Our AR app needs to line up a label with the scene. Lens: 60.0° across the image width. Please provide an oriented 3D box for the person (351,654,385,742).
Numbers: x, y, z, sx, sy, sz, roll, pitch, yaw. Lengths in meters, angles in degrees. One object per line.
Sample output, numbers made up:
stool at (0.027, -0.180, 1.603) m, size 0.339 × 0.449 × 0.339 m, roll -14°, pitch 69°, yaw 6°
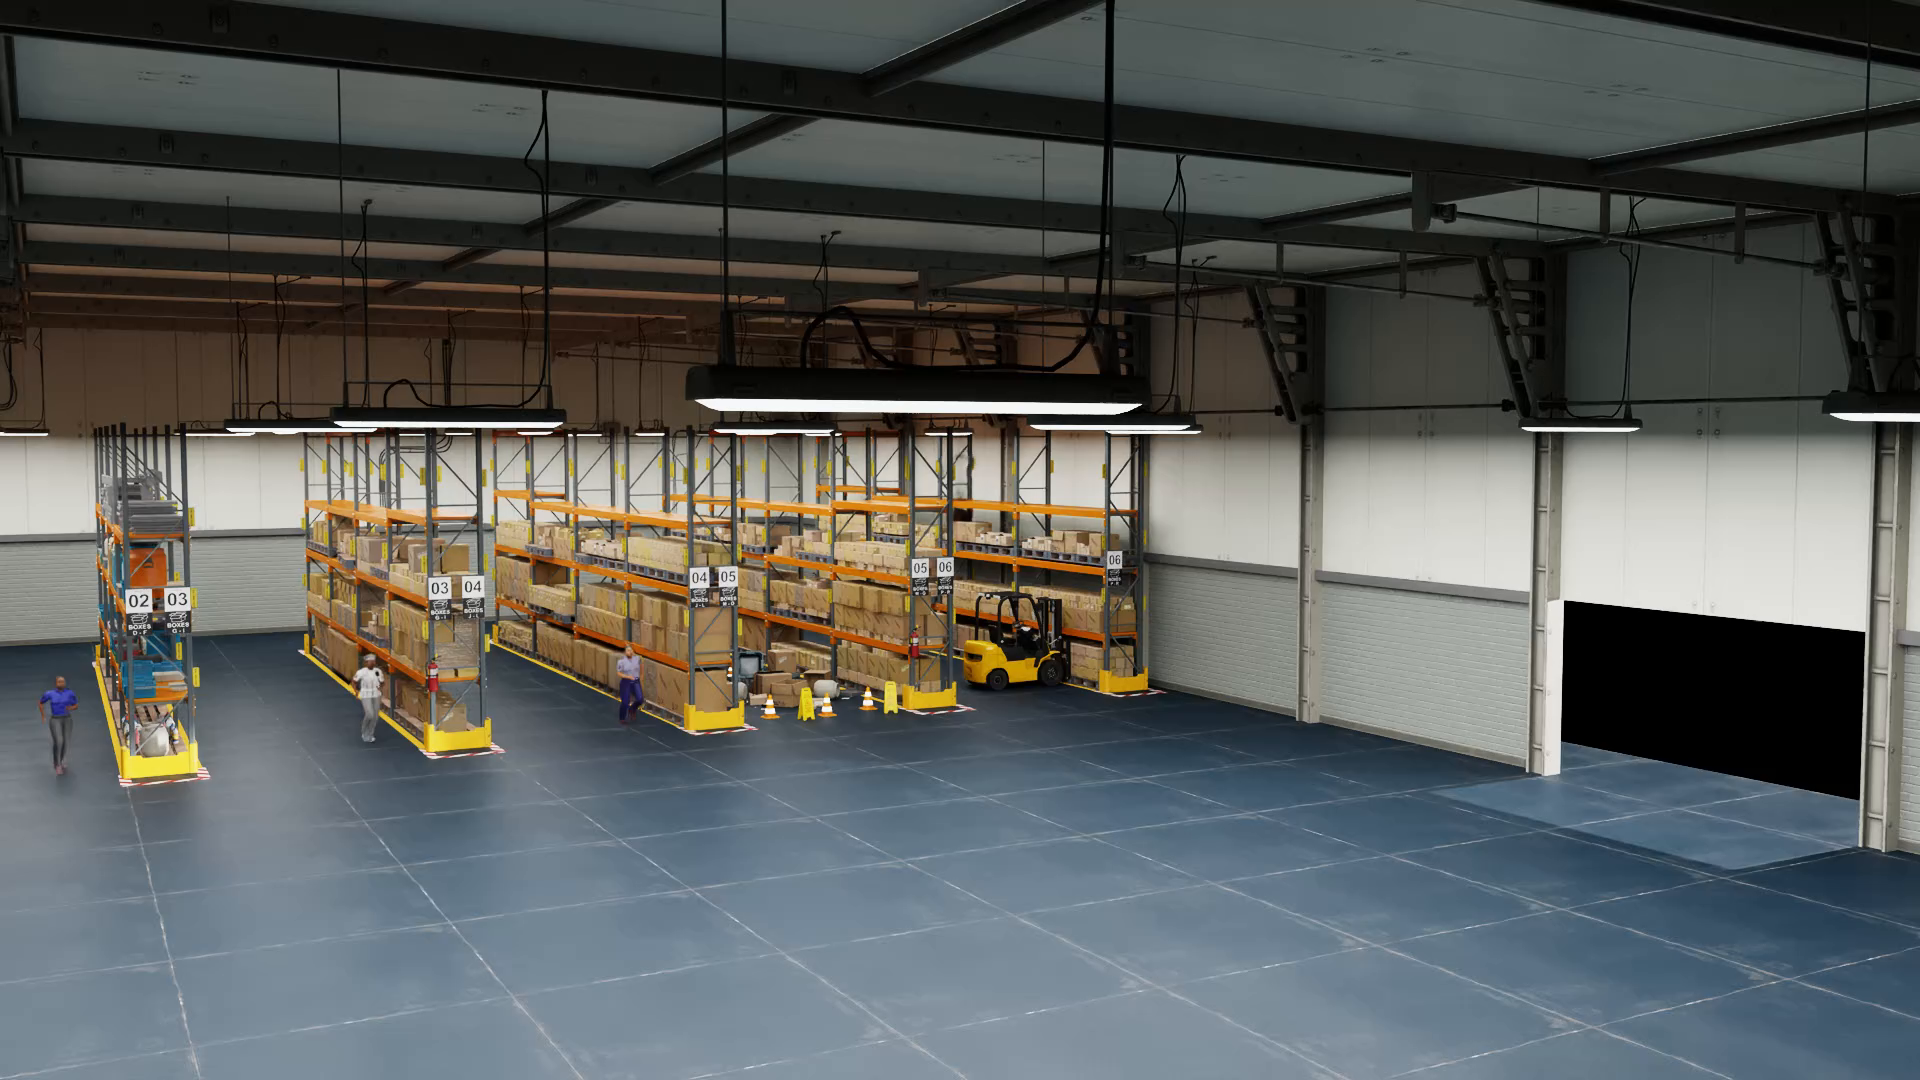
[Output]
person at (-11.111, 2.977, 31.352) m, size 0.552 × 1.675 × 0.645 m, roll -3°, pitch 4°, yaw -39°

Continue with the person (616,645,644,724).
person at (-6.573, 2.898, 33.249) m, size 0.621 × 1.601 × 0.760 m, roll -2°, pitch 4°, yaw -29°

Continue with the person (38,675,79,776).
person at (-15.426, 3.174, 28.517) m, size 0.545 × 1.713 × 0.736 m, roll -3°, pitch 5°, yaw -44°
